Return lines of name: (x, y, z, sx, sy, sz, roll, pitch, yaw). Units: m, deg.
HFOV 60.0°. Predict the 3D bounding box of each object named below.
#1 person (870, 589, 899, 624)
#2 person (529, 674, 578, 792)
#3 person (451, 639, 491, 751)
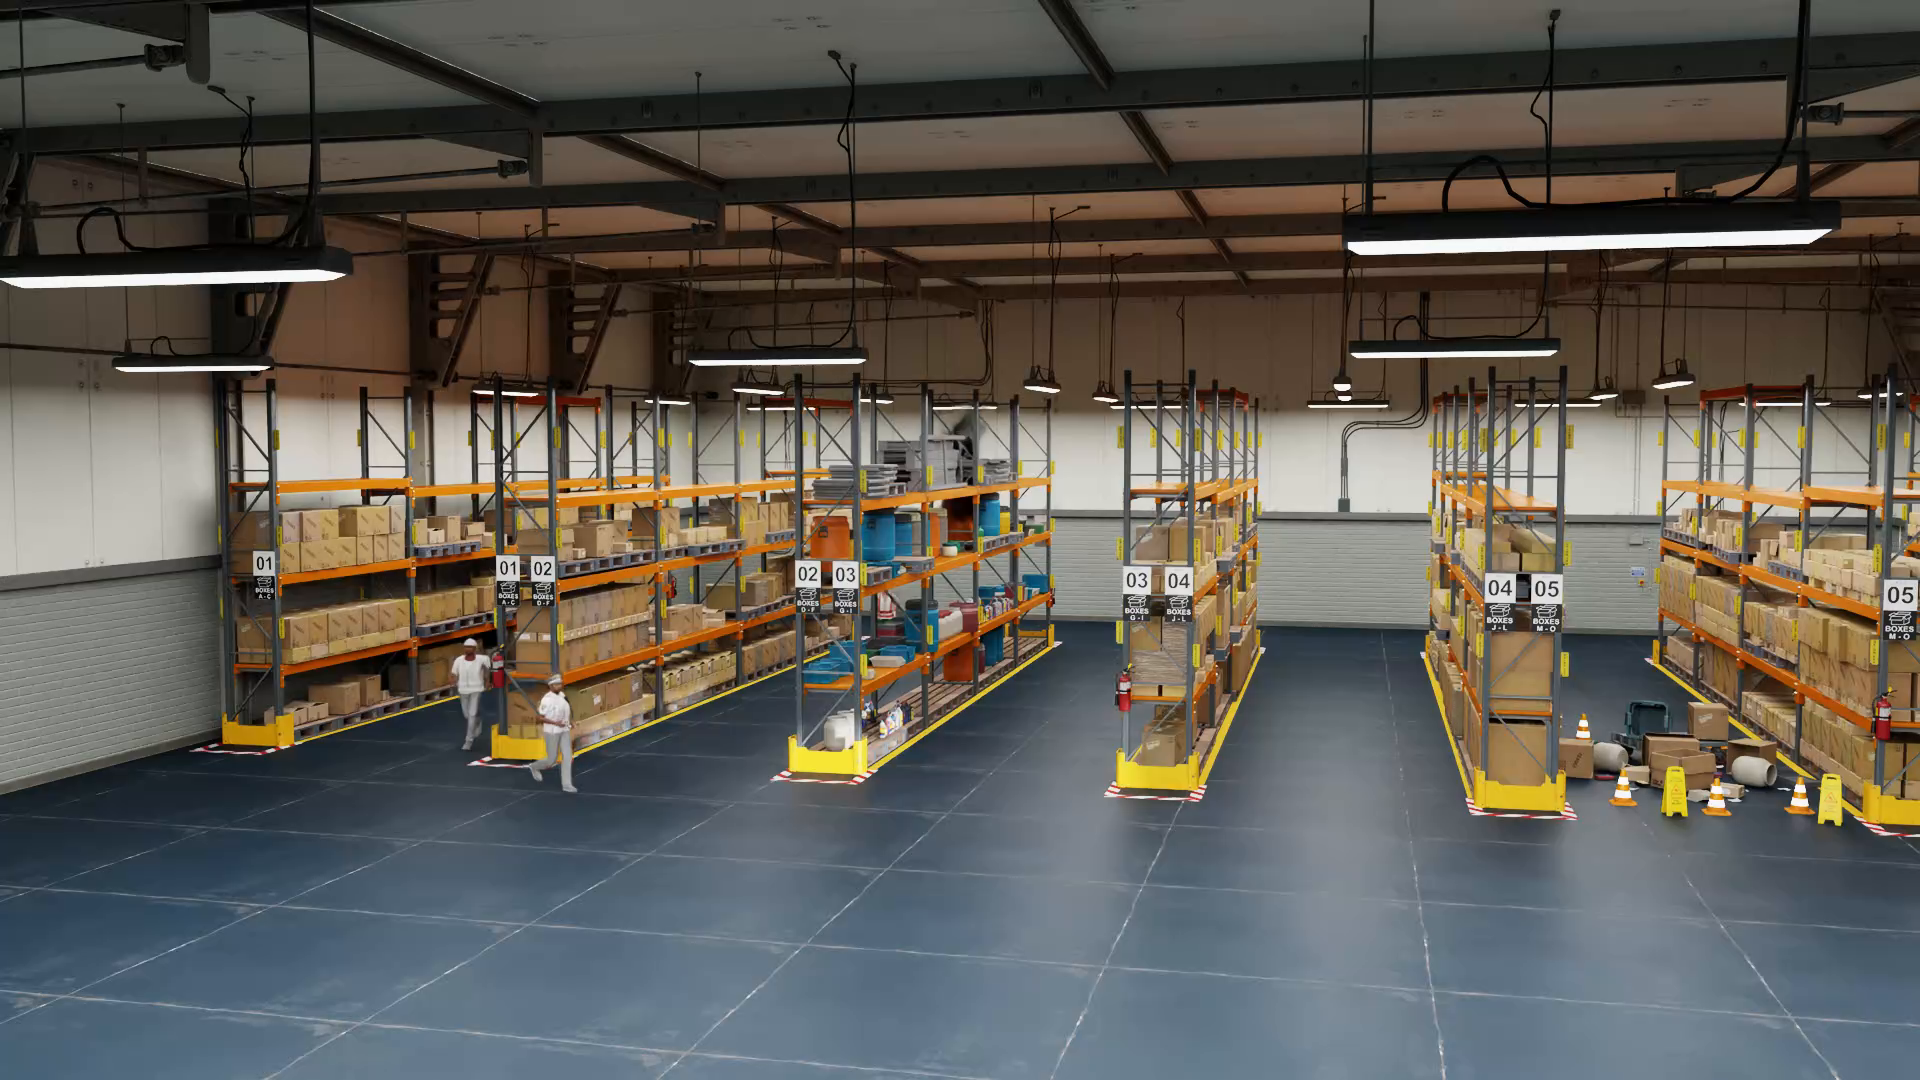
person: (-1.725, 1.819, 38.180, 0.667, 1.763, 0.860, 0, 3, -4)
person: (-5.762, 2.735, 23.706, 0.879, 1.676, 0.590, 2, 4, 33)
person: (-7.975, 2.490, 27.152, 0.700, 1.771, 0.963, 0, 3, 5)
